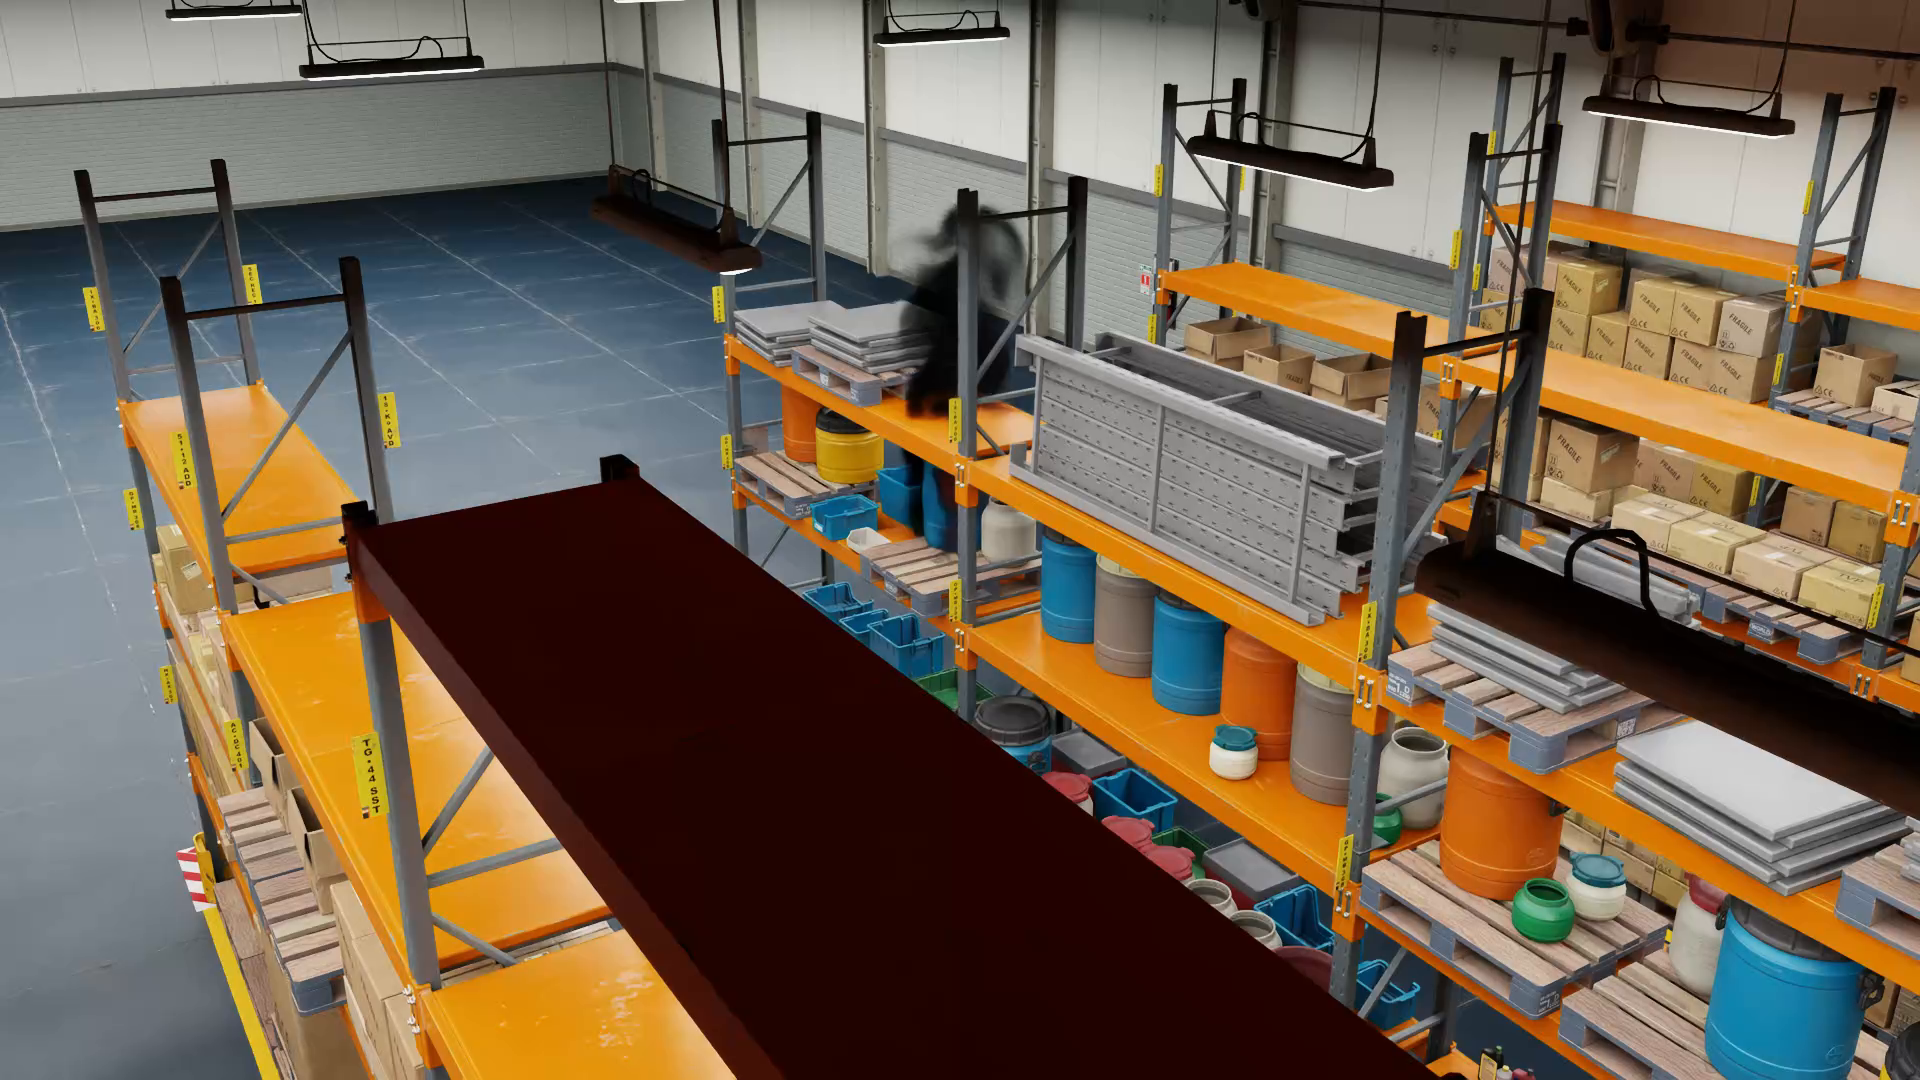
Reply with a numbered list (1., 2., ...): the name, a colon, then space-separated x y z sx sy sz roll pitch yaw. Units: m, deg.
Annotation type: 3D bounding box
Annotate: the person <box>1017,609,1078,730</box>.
1. person: 0.887 1.285 15.974 0.696 1.732 1.049 -16 27 -35
